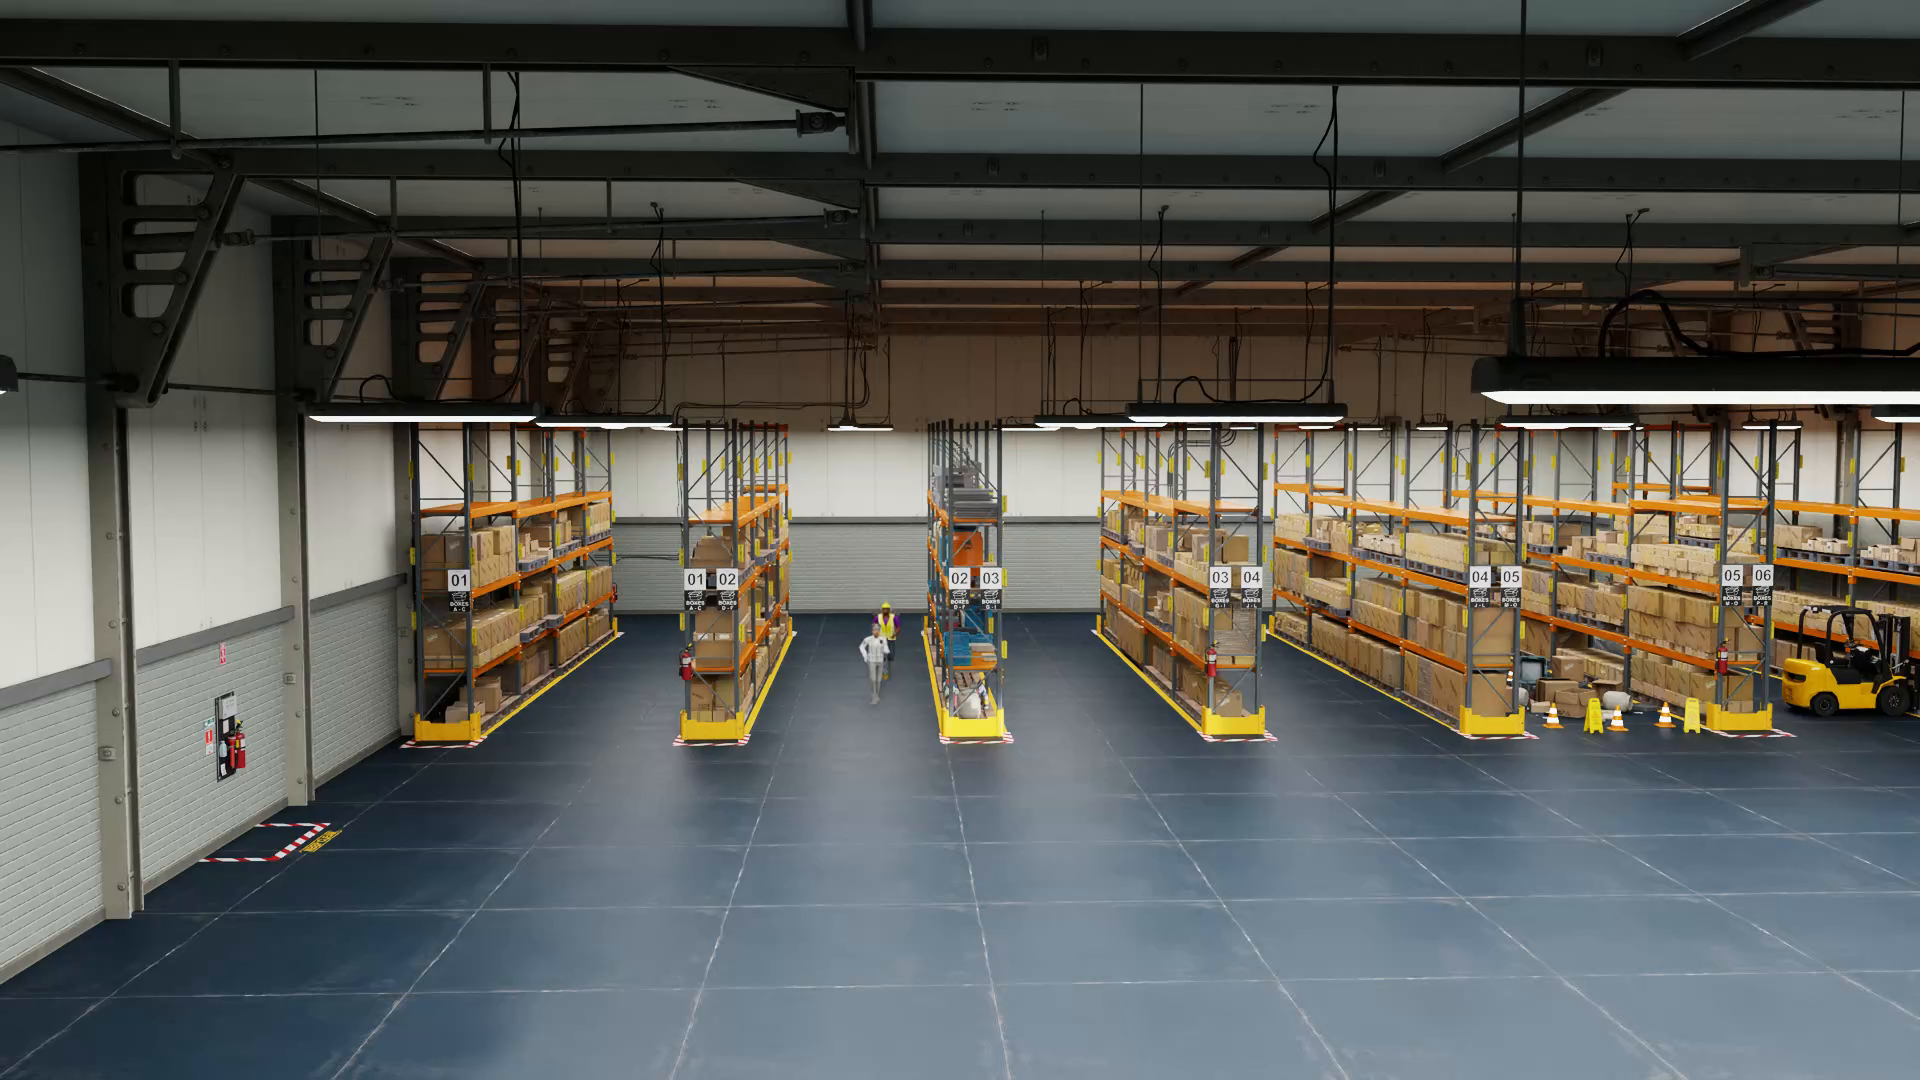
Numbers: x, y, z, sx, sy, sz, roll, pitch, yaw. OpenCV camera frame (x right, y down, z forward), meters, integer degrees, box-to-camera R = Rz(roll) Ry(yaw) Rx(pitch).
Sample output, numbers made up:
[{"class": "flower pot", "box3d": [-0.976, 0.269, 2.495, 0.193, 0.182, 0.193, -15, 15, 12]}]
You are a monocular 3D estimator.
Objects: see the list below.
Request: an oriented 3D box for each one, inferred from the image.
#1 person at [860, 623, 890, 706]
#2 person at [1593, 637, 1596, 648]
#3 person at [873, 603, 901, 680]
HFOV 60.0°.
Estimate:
[{"class": "person", "box3d": [-1.785, 2.630, 35.210, 0.595, 1.754, 0.702, -1, 4, -14]}, {"class": "person", "box3d": [16.482, 2.080, 43.366, 0.682, 1.749, 0.648, 0, 4, -2]}, {"class": "person", "box3d": [-1.714, 2.362, 39.112, 0.668, 1.761, 1.119, -1, 4, -9]}]
